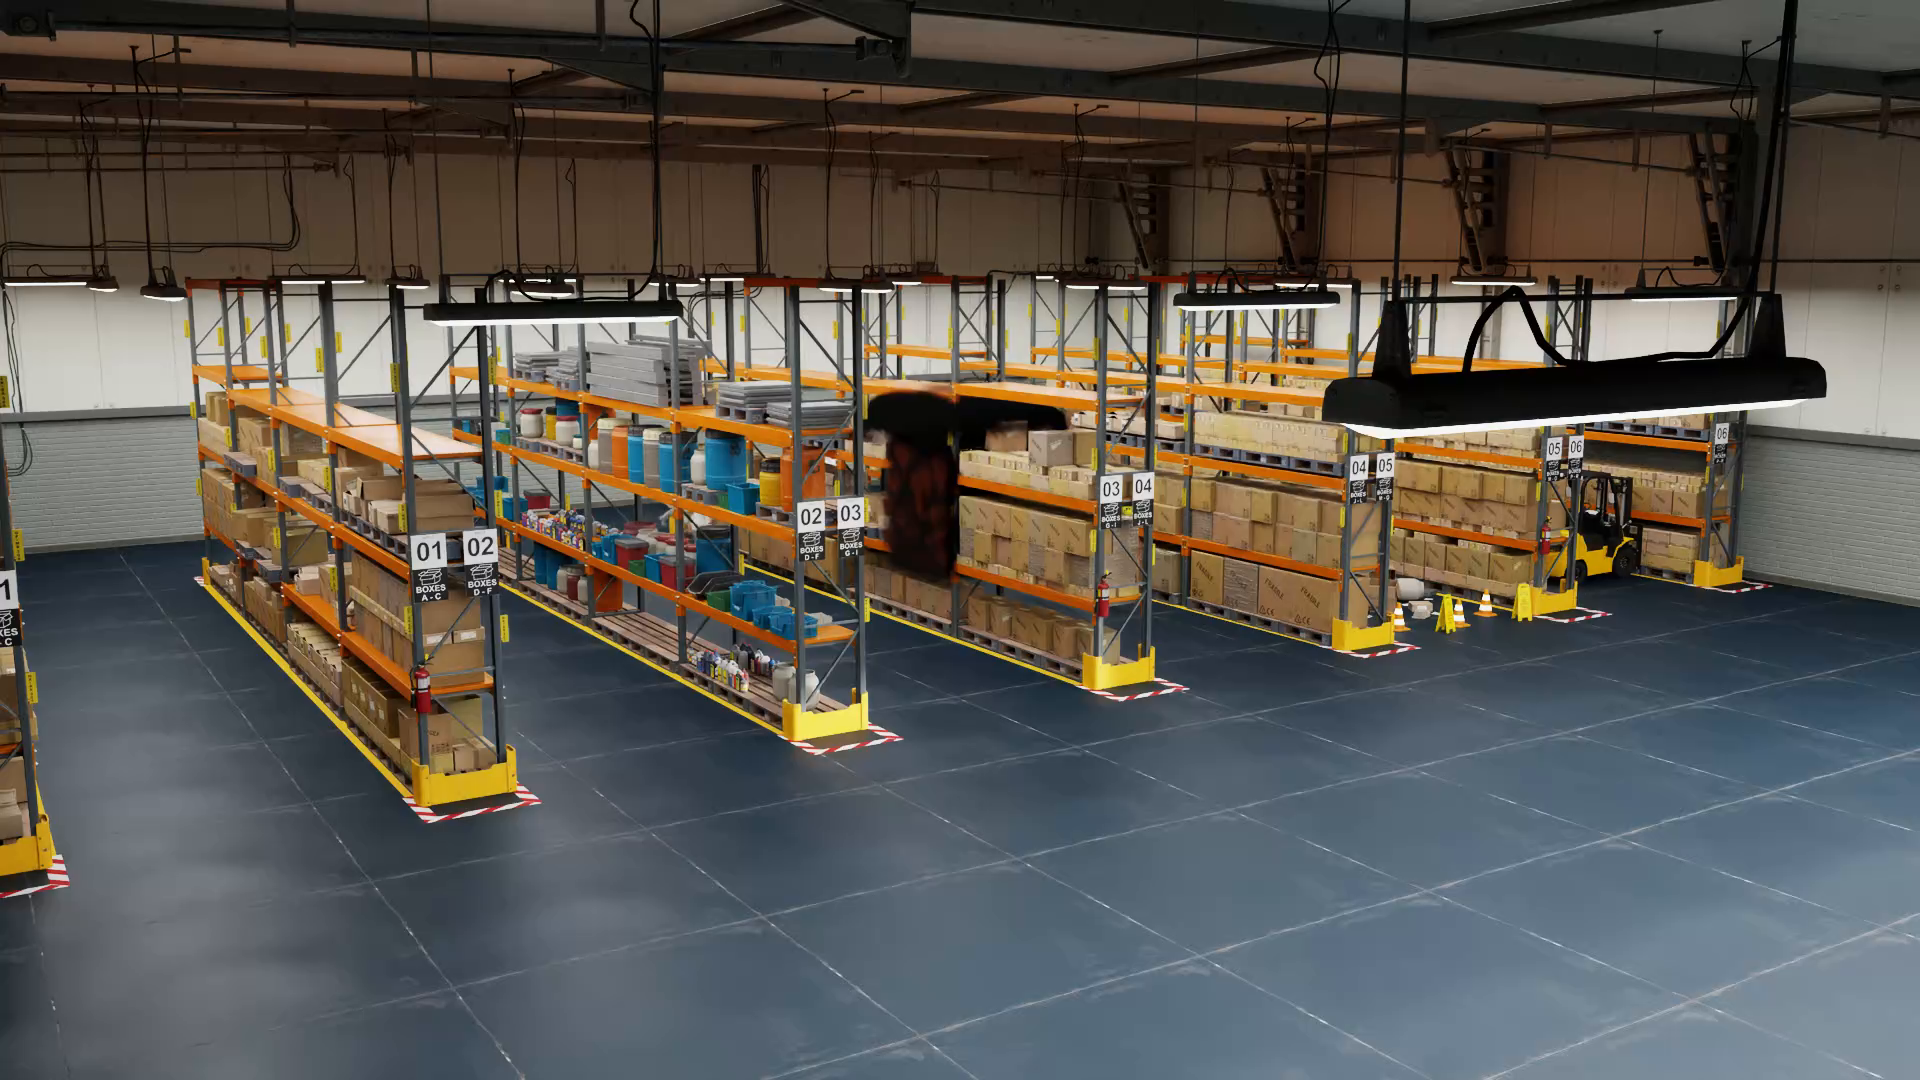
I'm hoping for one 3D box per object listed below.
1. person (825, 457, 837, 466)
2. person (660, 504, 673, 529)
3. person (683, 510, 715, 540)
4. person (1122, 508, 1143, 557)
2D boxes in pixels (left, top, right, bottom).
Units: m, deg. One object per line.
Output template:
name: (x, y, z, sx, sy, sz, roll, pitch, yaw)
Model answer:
person: (-3.195, -1.468, 41.472, 0.637, 1.819, 0.723, 0, 10, -1)
person: (-6.848, -1.076, 39.558, 0.530, 1.621, 0.657, 2, 10, 13)
person: (-5.257, -0.209, 33.913, 0.644, 1.732, 0.649, -7, 12, -35)
person: (2.947, 0.259, 30.111, 0.708, 1.712, 0.686, -3, 10, -16)
